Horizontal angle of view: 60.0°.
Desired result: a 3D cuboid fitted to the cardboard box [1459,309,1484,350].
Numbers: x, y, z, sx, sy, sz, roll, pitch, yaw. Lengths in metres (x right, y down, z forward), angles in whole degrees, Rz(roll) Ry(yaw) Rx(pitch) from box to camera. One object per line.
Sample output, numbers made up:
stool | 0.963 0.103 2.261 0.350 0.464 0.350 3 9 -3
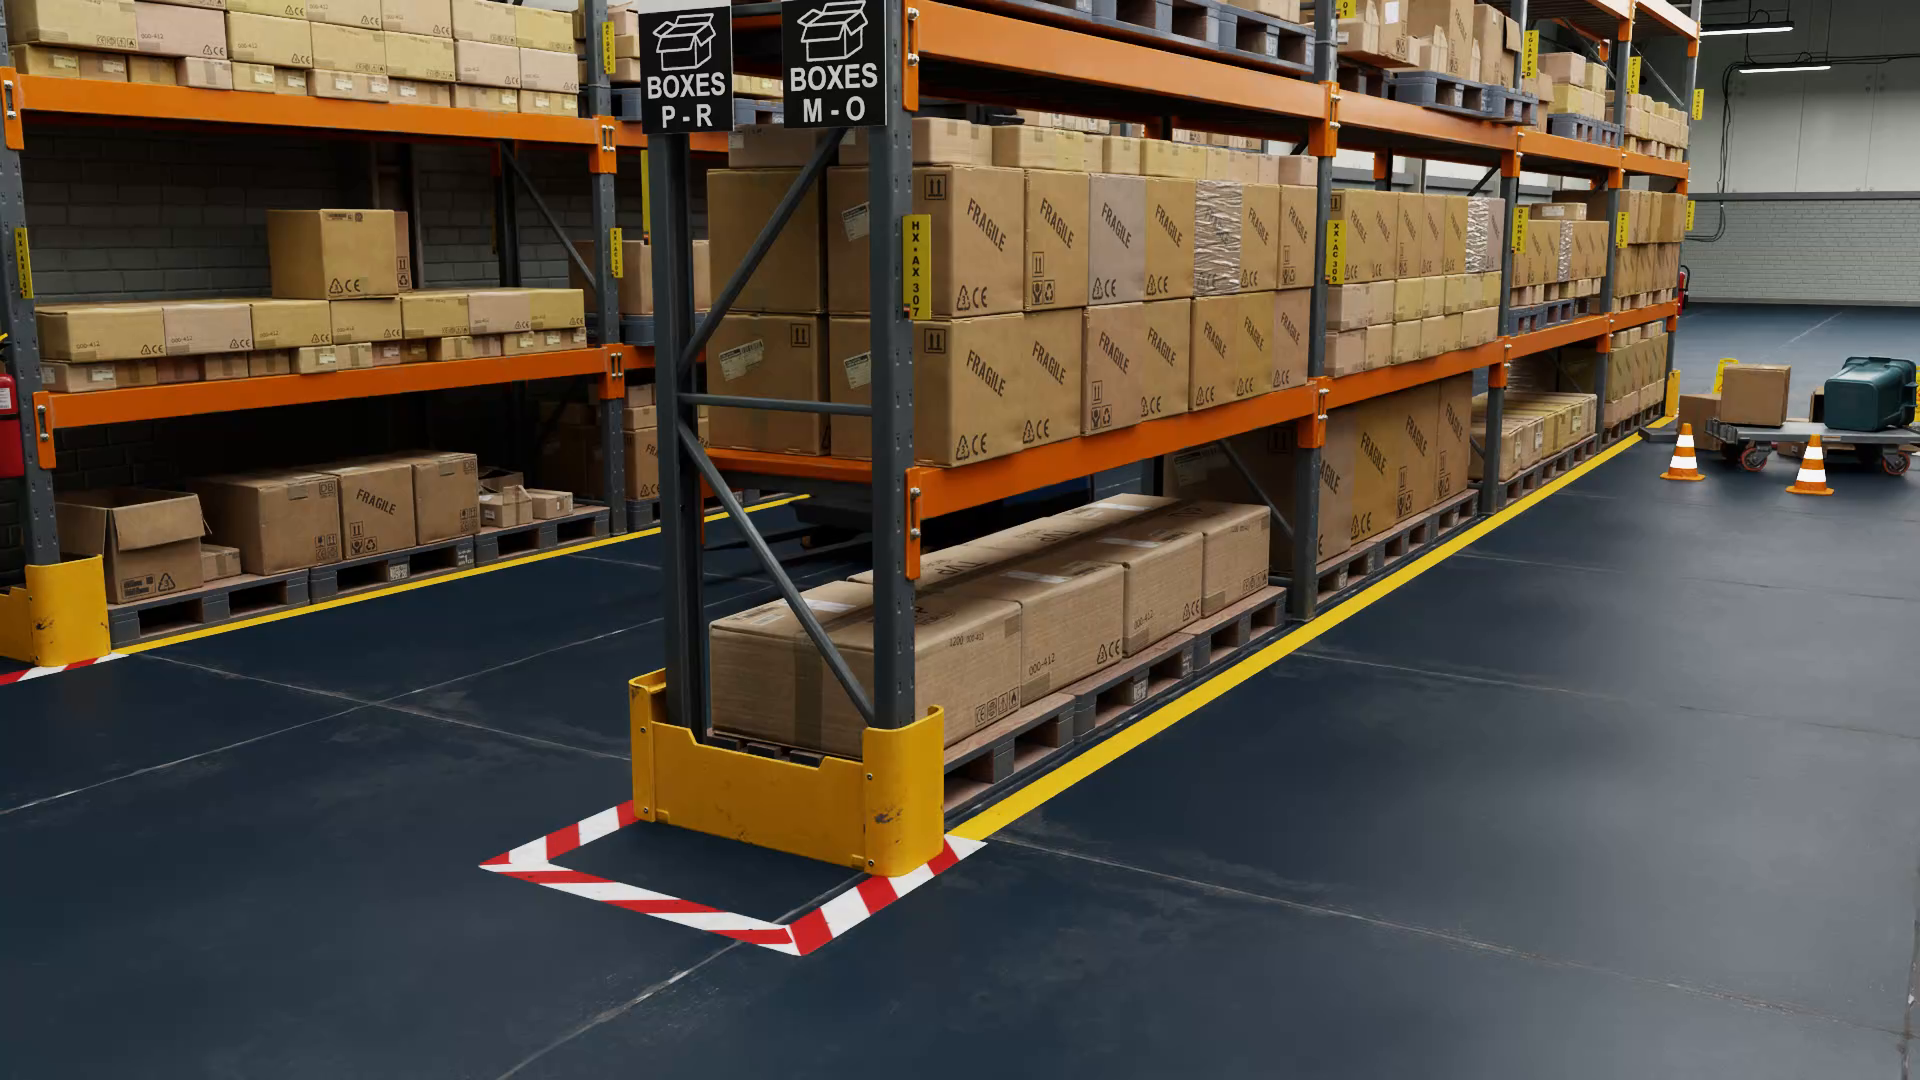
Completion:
cardboard box | 3.254 -1.447 11.355 0.500 0.250 0.500 7 12 32

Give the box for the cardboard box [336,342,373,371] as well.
cardboard box | -3.616 -1.066 9.593 0.380 0.149 0.250 7 13 32

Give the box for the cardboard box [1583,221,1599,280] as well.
cardboard box | 5.323 -2.565 14.698 0.500 0.500 0.500 6 12 31

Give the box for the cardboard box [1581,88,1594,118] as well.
cardboard box | 5.176 -3.758 14.408 0.500 0.250 0.500 7 12 31

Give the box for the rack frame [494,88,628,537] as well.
rack frame | -2.775 -1.552 11.505 1.000 3.000 0.127 6 12 31

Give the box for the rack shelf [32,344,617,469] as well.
rack shelf | -3.813 -0.883 9.891 1.077 0.370 4.000 6 12 31

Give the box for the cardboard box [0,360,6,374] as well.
cardboard box | -4.909 -0.877 8.583 0.380 0.149 0.250 6 12 30

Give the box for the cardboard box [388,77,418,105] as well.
cardboard box | -3.406 -2.620 9.746 0.380 0.149 0.250 7 12 31

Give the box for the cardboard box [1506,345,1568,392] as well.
cardboard box | 5.701 -1.678 16.475 0.500 0.500 0.500 6 12 30

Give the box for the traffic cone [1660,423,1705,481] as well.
traffic cone | 6.176 -0.760 14.173 0.336 0.463 0.334 6 12 31

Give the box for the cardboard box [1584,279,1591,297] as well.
cardboard box | 5.336 -2.228 14.660 0.380 0.149 0.250 6 12 30

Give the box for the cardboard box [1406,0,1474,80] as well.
cardboard box | 2.879 -3.132 10.383 0.500 0.500 0.500 7 12 31

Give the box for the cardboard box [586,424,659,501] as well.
cardboard box | -2.331 -0.584 11.988 0.500 0.500 0.500 7 13 33

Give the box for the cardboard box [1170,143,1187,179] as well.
cardboard box | 0.749 -1.623 7.137 0.380 0.149 0.250 6 12 31

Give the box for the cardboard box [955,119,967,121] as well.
cardboard box | -0.114 -4.050 15.017 0.500 0.500 0.500 7 12 31

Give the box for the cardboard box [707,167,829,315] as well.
cardboard box | -0.561 -1.088 6.040 0.500 0.500 0.500 7 13 33

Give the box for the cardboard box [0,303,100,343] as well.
cardboard box | -4.840 -1.093 8.653 0.500 0.250 0.500 7 13 32

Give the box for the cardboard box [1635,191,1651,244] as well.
cardboard box | 6.320 -3.150 16.244 0.700 0.500 0.500 6 12 31

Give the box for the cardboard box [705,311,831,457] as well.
cardboard box | -0.583 -0.599 6.146 0.500 0.500 0.500 6 12 31

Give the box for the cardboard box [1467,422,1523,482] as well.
cardboard box | 3.848 -0.710 13.008 0.950 0.372 0.625 5 12 27

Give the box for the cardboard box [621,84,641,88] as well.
cardboard box | -2.116 -3.204 11.452 0.380 0.149 0.250 7 12 31

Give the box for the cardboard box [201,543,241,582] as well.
cardboard box | -4.199 0.122 9.171 0.380 0.149 0.250 6 12 28

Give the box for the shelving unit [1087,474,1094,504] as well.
shelving unit | 0.743 -0.749 12.107 0.258 1.200 0.503 8 13 37

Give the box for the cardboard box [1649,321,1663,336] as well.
cardboard box | 7.373 -2.293 17.993 0.380 0.149 0.250 7 13 32

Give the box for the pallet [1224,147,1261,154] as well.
pallet | 3.066 -4.761 20.737 1.003 0.211 1.213 6 12 31

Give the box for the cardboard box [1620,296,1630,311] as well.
cardboard box | 6.417 -2.357 16.487 0.380 0.149 0.250 7 13 32

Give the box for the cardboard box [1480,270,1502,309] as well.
cardboard box | 3.512 -1.779 11.767 0.500 0.250 0.500 6 12 30

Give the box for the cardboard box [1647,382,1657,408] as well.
cardboard box | 7.234 -1.587 18.023 0.500 0.250 0.500 6 12 31

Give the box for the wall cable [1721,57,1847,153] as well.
wall cable | 22.871 -12.117 46.352 3.097 2.526 0.112 6 12 31

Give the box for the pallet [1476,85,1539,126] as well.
pallet | 3.257 -2.982 11.509 1.213 0.211 1.003 7 13 33

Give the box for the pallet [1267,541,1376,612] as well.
pallet | 1.806 0.164 9.919 1.003 0.211 1.213 6 12 31

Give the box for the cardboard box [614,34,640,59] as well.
cardboard box | -2.245 -3.309 11.204 0.380 0.149 0.250 7 13 32

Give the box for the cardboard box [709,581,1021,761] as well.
cardboard box | -0.350 0.491 6.418 0.875 0.438 0.875 6 12 29

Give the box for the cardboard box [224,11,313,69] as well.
cardboard box | -3.865 -2.674 8.950 0.500 0.250 0.500 6 12 29

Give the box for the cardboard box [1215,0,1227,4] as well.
cardboard box | 0.797 -2.644 7.493 0.797 0.503 0.637 8 13 35

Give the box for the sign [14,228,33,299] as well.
sign | -4.388 -1.296 7.788 0.100 0.325 0.005 6 12 31

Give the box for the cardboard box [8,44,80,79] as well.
cardboard box | -4.487 -2.301 8.041 0.380 0.149 0.250 7 13 32

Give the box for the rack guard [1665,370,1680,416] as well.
rack guard | 7.660 -1.725 19.222 1.175 0.500 0.348 6 12 31

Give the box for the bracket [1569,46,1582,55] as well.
bracket | 14.872 -11.809 40.210 0.235 0.232 0.430 6 12 31

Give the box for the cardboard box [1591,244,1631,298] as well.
cardboard box | 6.089 -2.574 15.887 0.500 0.500 0.500 6 12 31

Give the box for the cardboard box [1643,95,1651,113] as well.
cardboard box | 6.479 -4.220 16.125 0.380 0.149 0.250 6 12 30

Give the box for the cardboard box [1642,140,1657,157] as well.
cardboard box | 6.739 -3.907 16.618 0.380 0.149 0.250 6 12 30

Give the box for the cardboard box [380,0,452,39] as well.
cardboard box | -3.357 -3.082 9.770 0.500 0.250 0.500 7 12 32

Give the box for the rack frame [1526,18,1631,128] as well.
rack frame | 5.623 -5.285 15.144 1.000 3.000 0.127 6 12 31

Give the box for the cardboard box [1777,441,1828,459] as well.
cardboard box | 7.880 -0.915 15.537 0.258 0.266 0.396 -2 11 -9

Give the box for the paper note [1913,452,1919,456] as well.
paper note | 9.047 -0.804 15.603 0.155 0.023 0.172 -8 13 -38

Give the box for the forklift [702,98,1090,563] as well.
forklift | -0.396 -1.348 10.603 1.130 2.935 3.031 8 13 37

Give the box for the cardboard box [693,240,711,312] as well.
cardboard box | -2.064 -1.943 12.185 0.700 0.500 0.500 7 12 31

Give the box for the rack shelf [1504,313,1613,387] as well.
rack shelf | 4.584 -1.668 14.082 1.077 0.370 4.000 6 12 31

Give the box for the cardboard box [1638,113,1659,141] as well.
cardboard box | 6.616 -4.086 16.488 0.500 0.250 0.500 7 12 31

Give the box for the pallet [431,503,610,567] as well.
pallet | -3.132 -0.073 11.185 1.003 0.211 1.213 6 12 31

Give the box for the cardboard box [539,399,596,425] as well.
cardboard box | -2.830 -0.934 12.093 0.380 0.149 0.250 6 12 28

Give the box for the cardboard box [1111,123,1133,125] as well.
cardboard box | 2.019 -4.603 18.485 0.500 0.311 0.500 7 13 32
